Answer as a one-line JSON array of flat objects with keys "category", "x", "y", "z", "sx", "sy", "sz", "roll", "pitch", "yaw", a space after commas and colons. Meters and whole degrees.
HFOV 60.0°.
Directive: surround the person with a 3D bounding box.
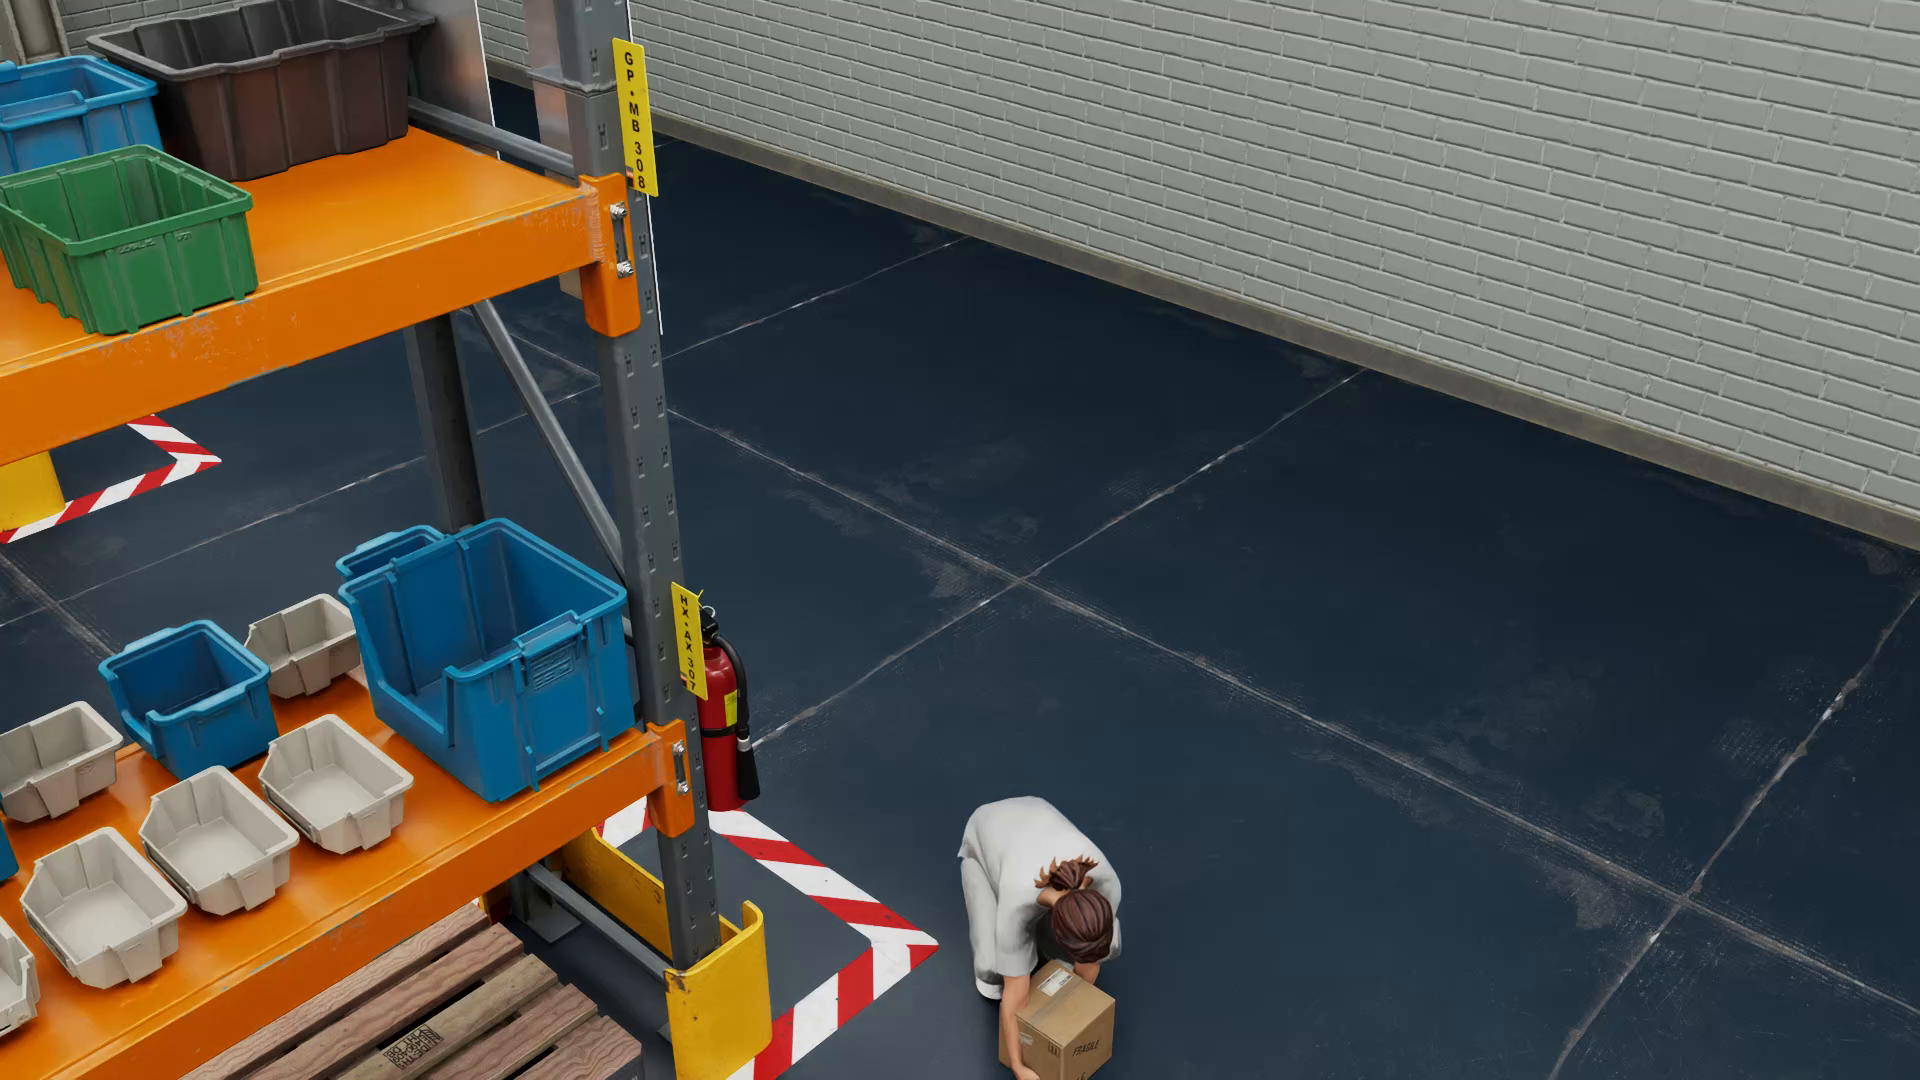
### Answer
[{"category": "person", "x": 0.253, "y": 1.187, "z": 5.150, "sx": 0.468, "sy": 0.800, "sz": 0.840, "roll": -6, "pitch": 32, "yaw": -10}]
